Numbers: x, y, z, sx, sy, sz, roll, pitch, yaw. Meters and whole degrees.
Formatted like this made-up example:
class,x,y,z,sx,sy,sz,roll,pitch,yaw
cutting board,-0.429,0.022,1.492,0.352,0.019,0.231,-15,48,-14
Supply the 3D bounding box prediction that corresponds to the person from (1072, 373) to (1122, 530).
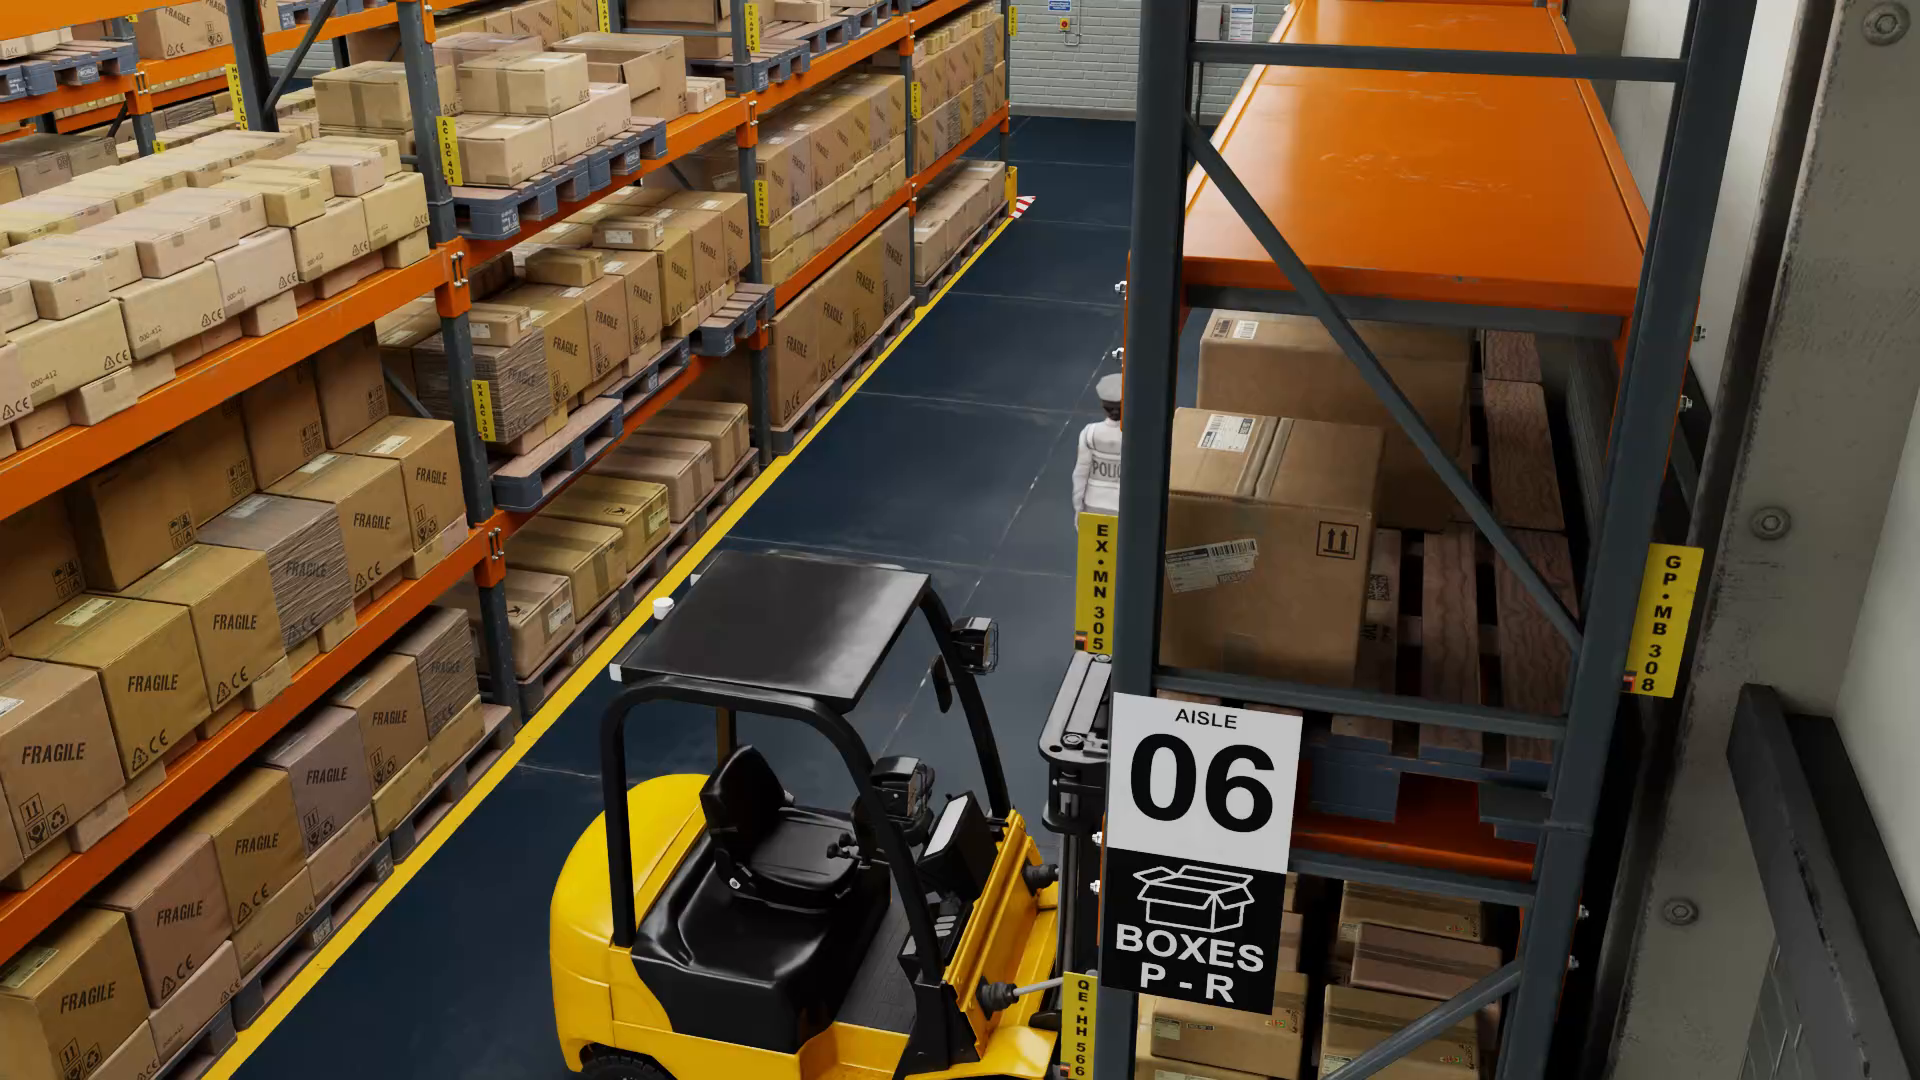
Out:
class,x,y,z,sx,sy,sz,roll,pitch,yaw
person,0.915,-0.179,9.997,0.487,1.687,0.346,6,26,13
